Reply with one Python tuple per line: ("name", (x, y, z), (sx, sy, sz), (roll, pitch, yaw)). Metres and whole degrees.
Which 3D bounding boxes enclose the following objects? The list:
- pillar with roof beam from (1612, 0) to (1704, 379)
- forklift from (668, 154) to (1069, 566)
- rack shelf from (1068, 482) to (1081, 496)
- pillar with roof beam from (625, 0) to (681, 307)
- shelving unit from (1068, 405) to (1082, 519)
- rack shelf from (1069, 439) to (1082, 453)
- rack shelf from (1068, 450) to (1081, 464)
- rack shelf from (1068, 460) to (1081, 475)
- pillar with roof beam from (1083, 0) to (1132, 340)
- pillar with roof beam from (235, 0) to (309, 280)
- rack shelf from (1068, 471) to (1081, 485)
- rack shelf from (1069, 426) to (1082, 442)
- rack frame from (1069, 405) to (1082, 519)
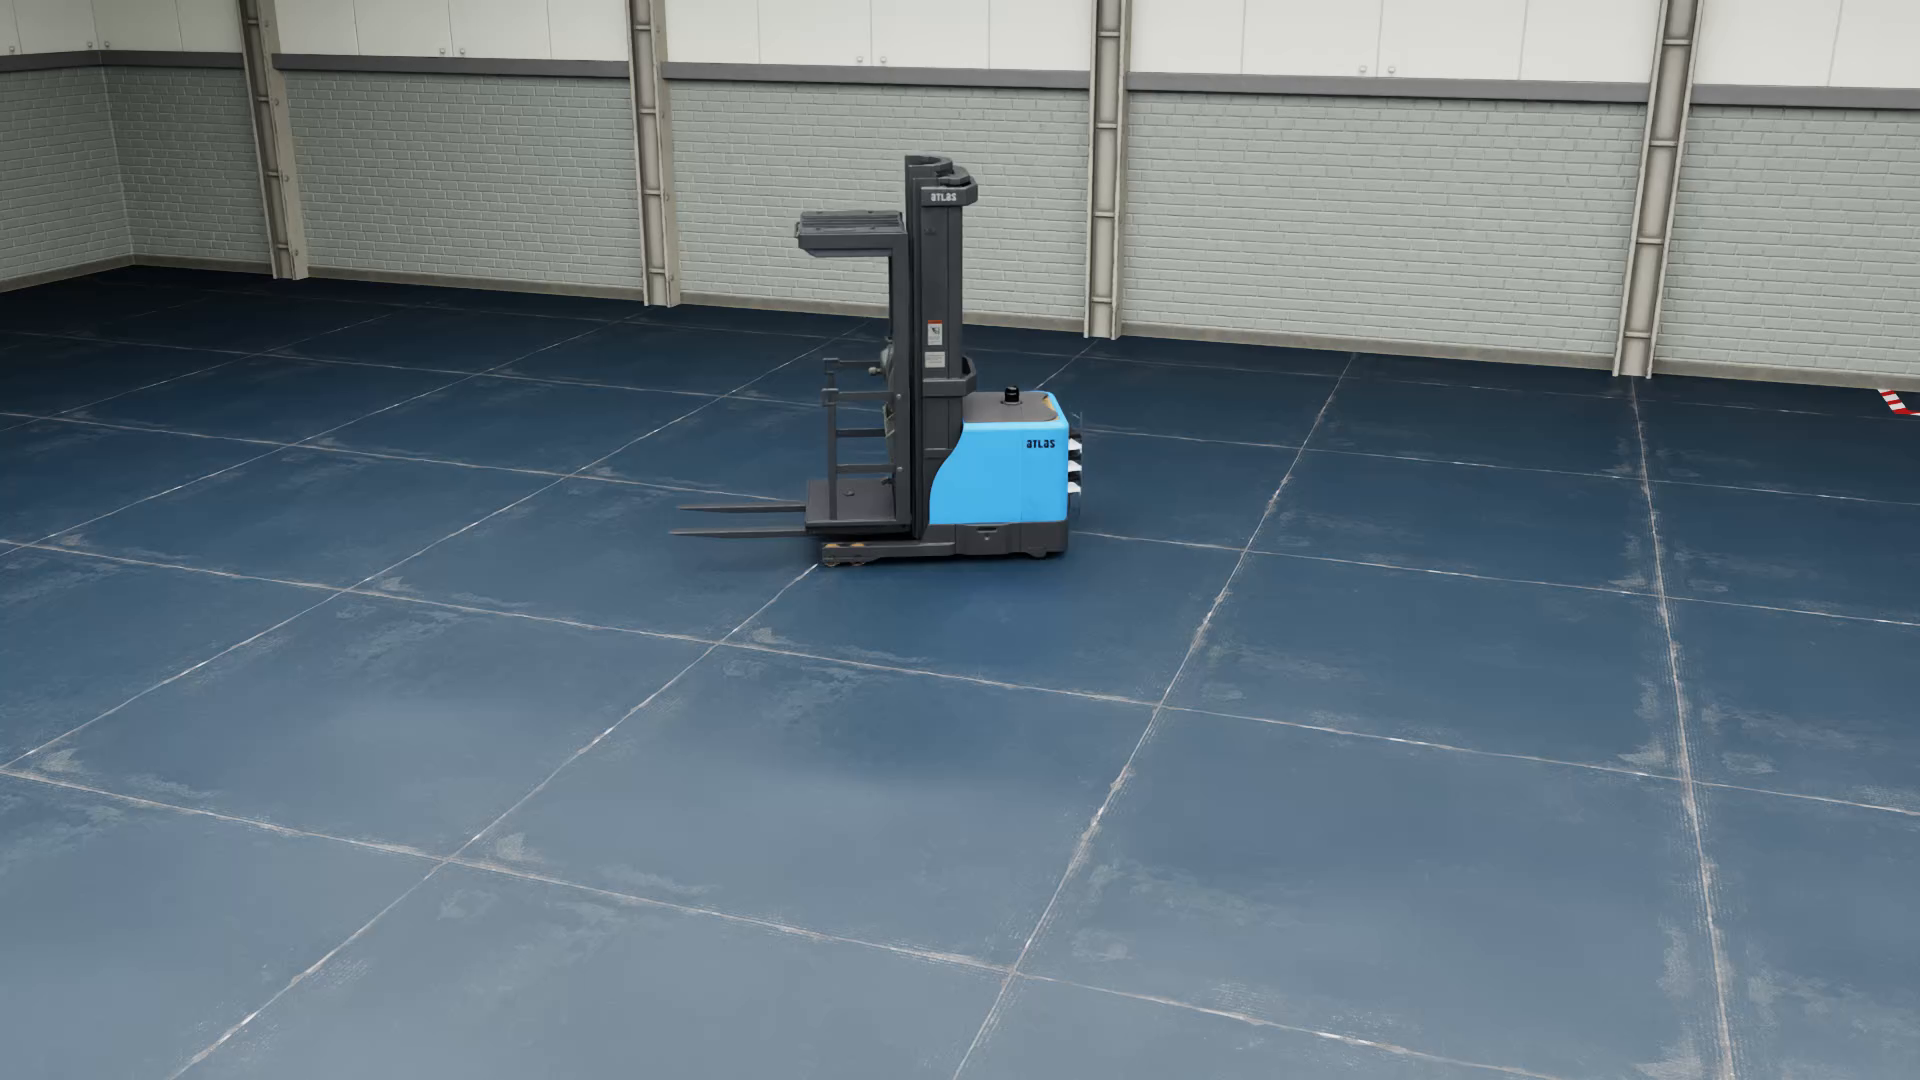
("pillar with roof beam", (5.985, -4.739, 12.999), (0.400, 9.000, 9.100), (7, 20, 18))
("forklift", (-0.715, -1.368, 12.547), (3.031, 2.935, 1.130), (-1, 19, -4))
("rack shelf", (0.844, -0.421, 13.561), (0.200, 0.077, 0.258), (-8, 21, -18))
("pillar with roof beam", (-5.351, -6.035, 16.718), (0.400, 9.000, 9.100), (7, 20, 18))
("shelving unit", (0.842, -0.622, 13.490), (0.210, 0.900, 0.258), (-8, 21, -18))
("rack shelf", (0.840, -0.761, 13.441), (0.200, 0.077, 0.258), (-8, 21, -18))
("rack shelf", (0.841, -0.676, 13.471), (0.200, 0.077, 0.258), (-8, 21, -18))
("rack shelf", (0.842, -0.591, 13.501), (0.200, 0.077, 0.258), (-8, 21, -18))
("pillar with roof beam", (0.317, -5.387, 14.859), (0.400, 9.000, 9.100), (7, 20, 18))
("pillar with roof beam", (-11.019, -6.683, 18.577), (0.400, 9.000, 9.100), (7, 20, 18))
("rack shelf", (0.843, -0.506, 13.531), (0.200, 0.077, 0.258), (-8, 21, -18))
("rack shelf", (0.839, -0.845, 13.411), (0.200, 0.077, 0.258), (-8, 21, -18))
("rack frame", (0.937, -0.635, 13.522), (0.006, 0.900, 0.240), (-8, 21, -18))
